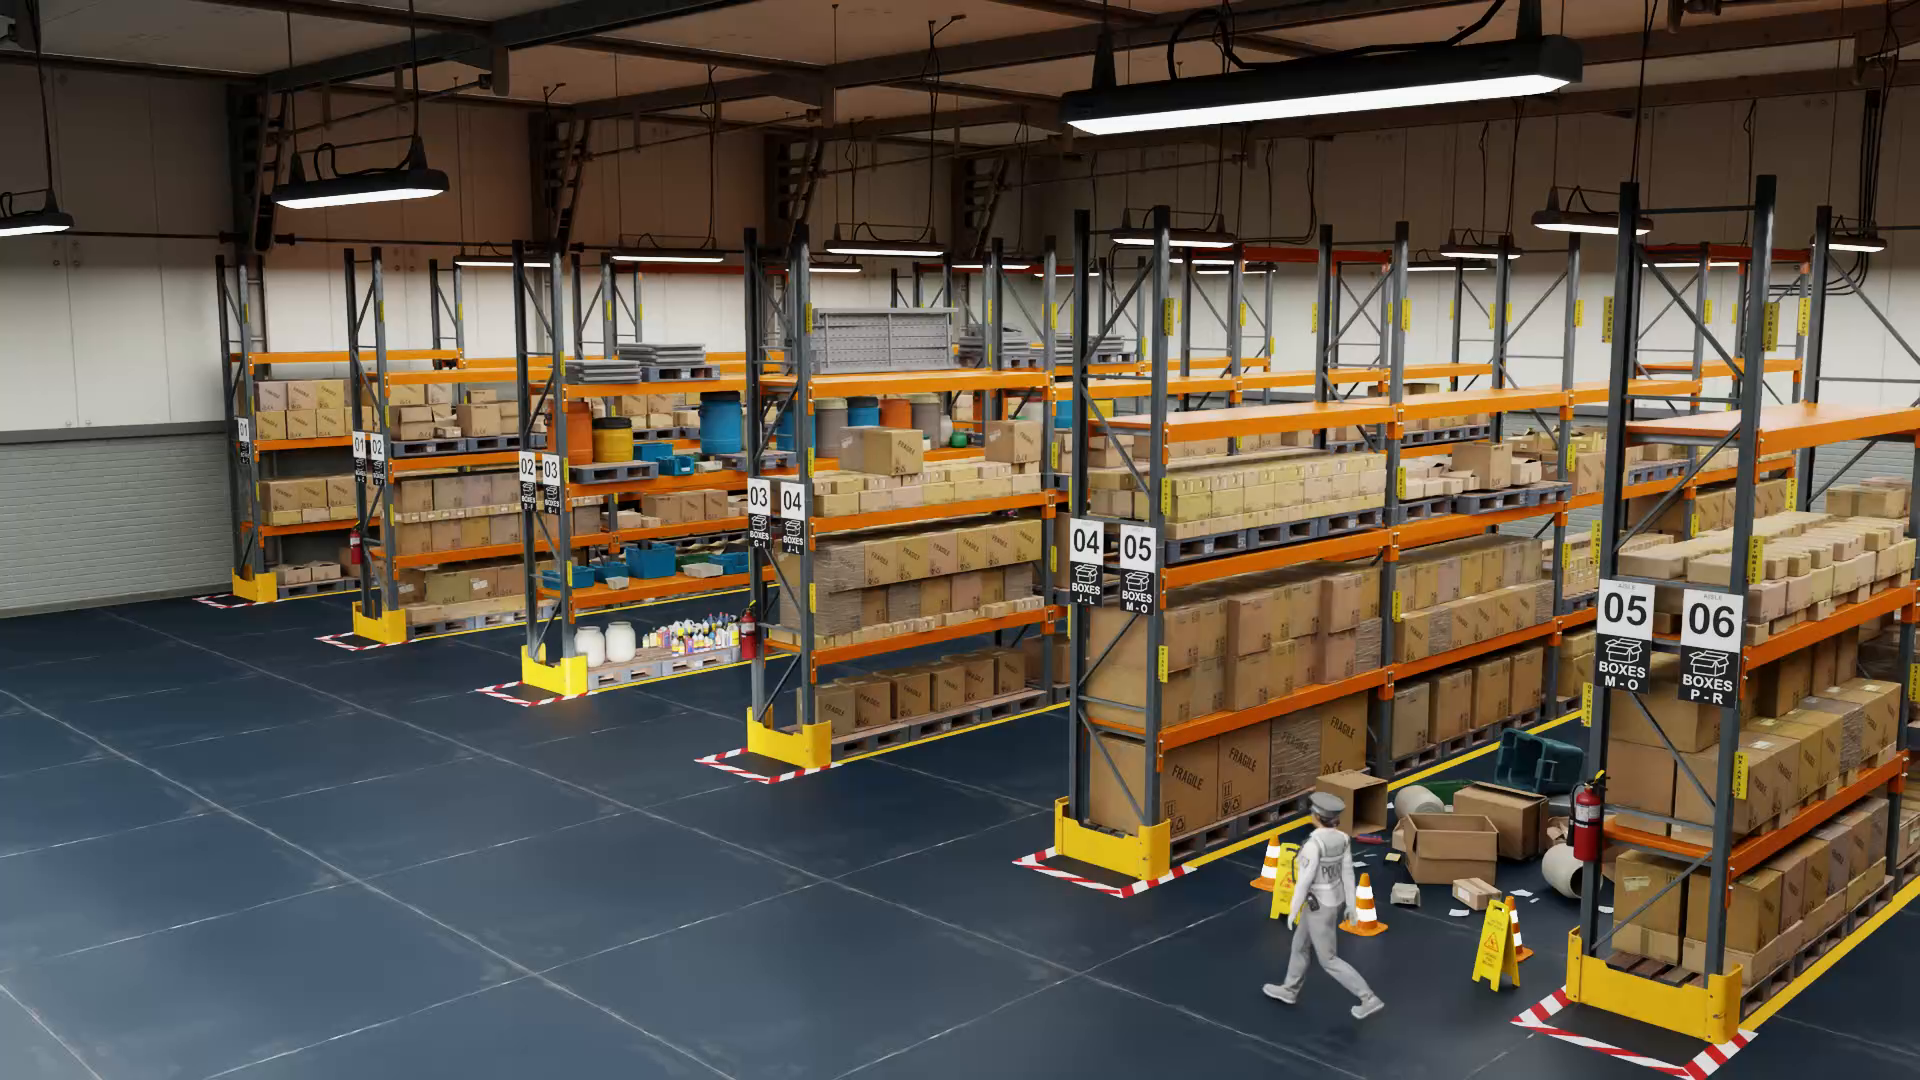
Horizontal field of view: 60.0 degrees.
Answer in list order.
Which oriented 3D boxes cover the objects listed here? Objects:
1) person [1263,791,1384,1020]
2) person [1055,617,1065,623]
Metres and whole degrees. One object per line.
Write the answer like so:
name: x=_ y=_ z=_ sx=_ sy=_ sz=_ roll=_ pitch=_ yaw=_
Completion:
person: x=2.635 y=2.654 z=12.057 sx=0.958 sy=1.644 sz=0.449 roll=4 pitch=9 yaw=26
person: x=1.346 y=0.441 z=25.611 sx=0.578 sy=1.669 sz=0.479 roll=-3 pitch=9 yaw=-21
